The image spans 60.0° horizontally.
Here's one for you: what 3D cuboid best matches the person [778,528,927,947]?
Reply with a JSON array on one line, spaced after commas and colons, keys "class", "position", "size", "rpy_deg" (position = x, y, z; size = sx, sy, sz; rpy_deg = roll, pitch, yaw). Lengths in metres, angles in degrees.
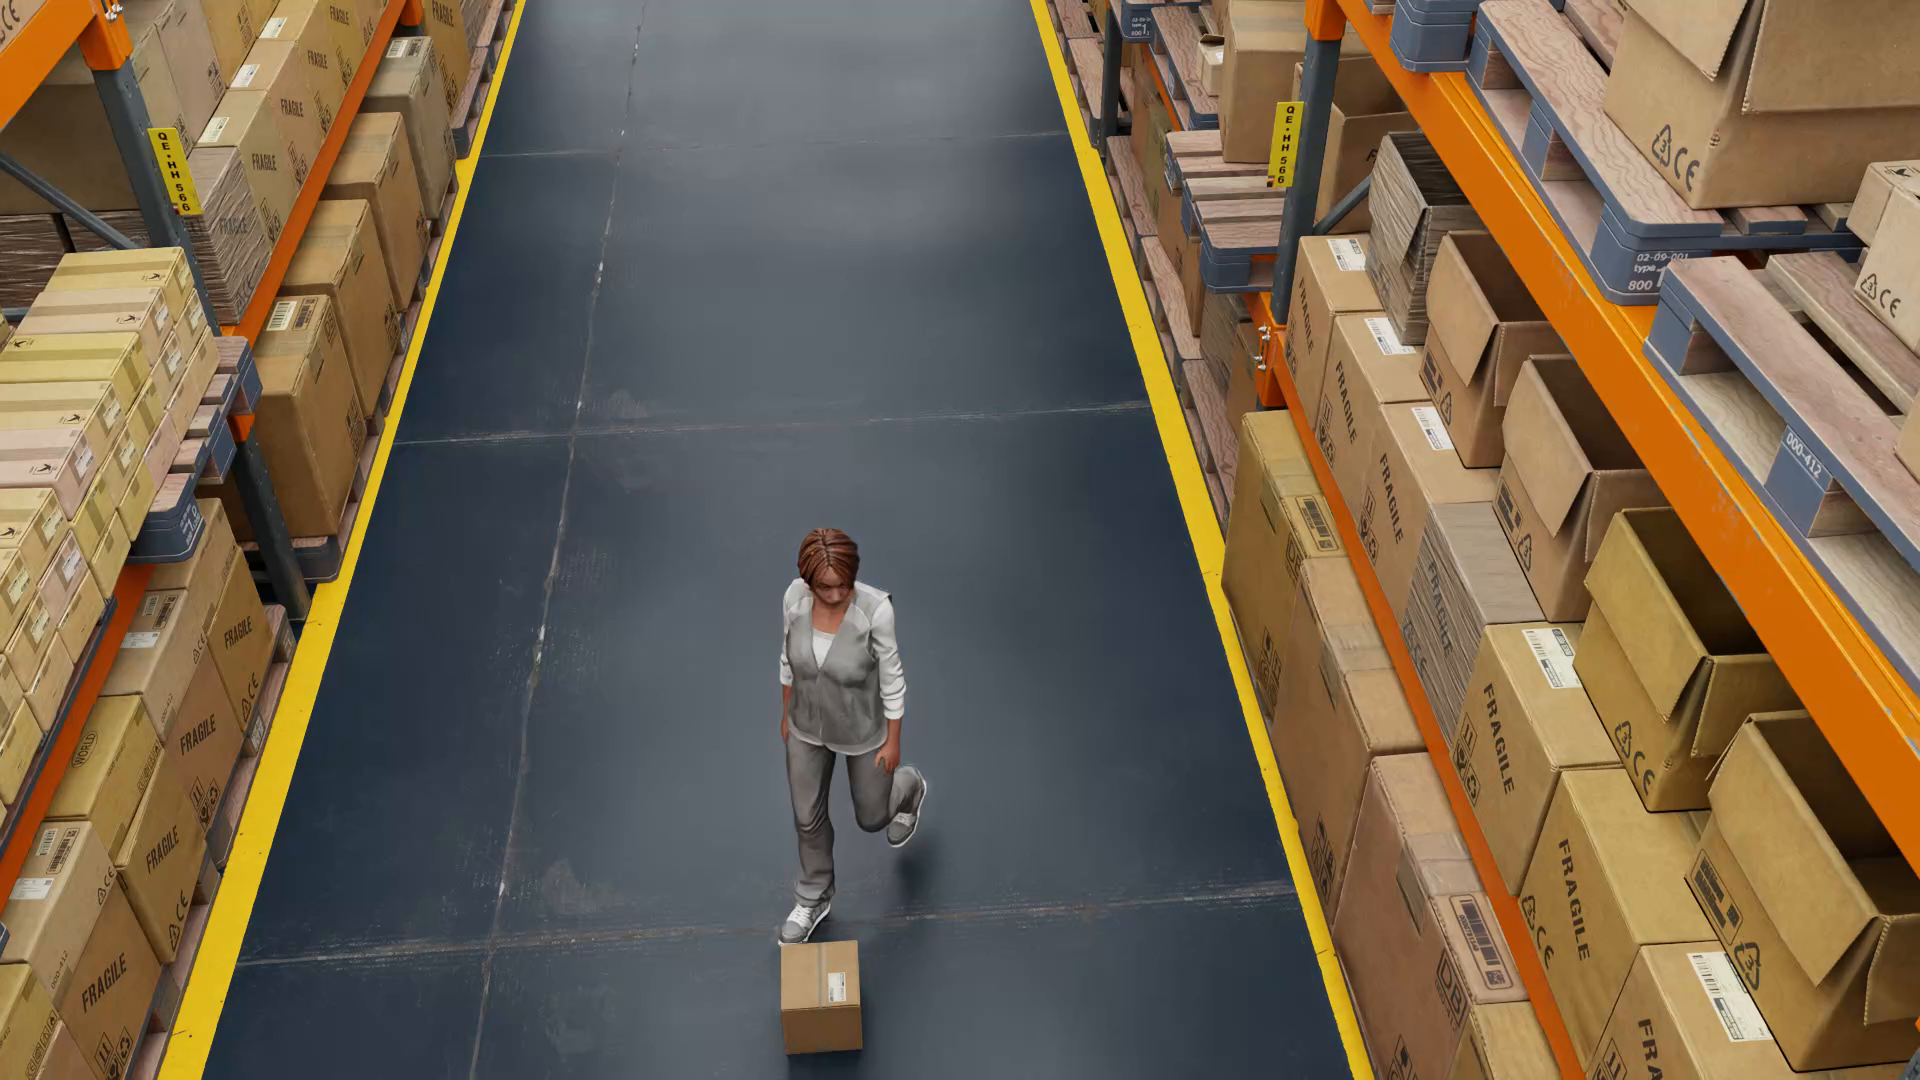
[{"class": "person", "position": [-0.391, 0.608, 5.414], "size": [0.439, 1.567, 0.742], "rpy_deg": [12, 41, 15]}]
